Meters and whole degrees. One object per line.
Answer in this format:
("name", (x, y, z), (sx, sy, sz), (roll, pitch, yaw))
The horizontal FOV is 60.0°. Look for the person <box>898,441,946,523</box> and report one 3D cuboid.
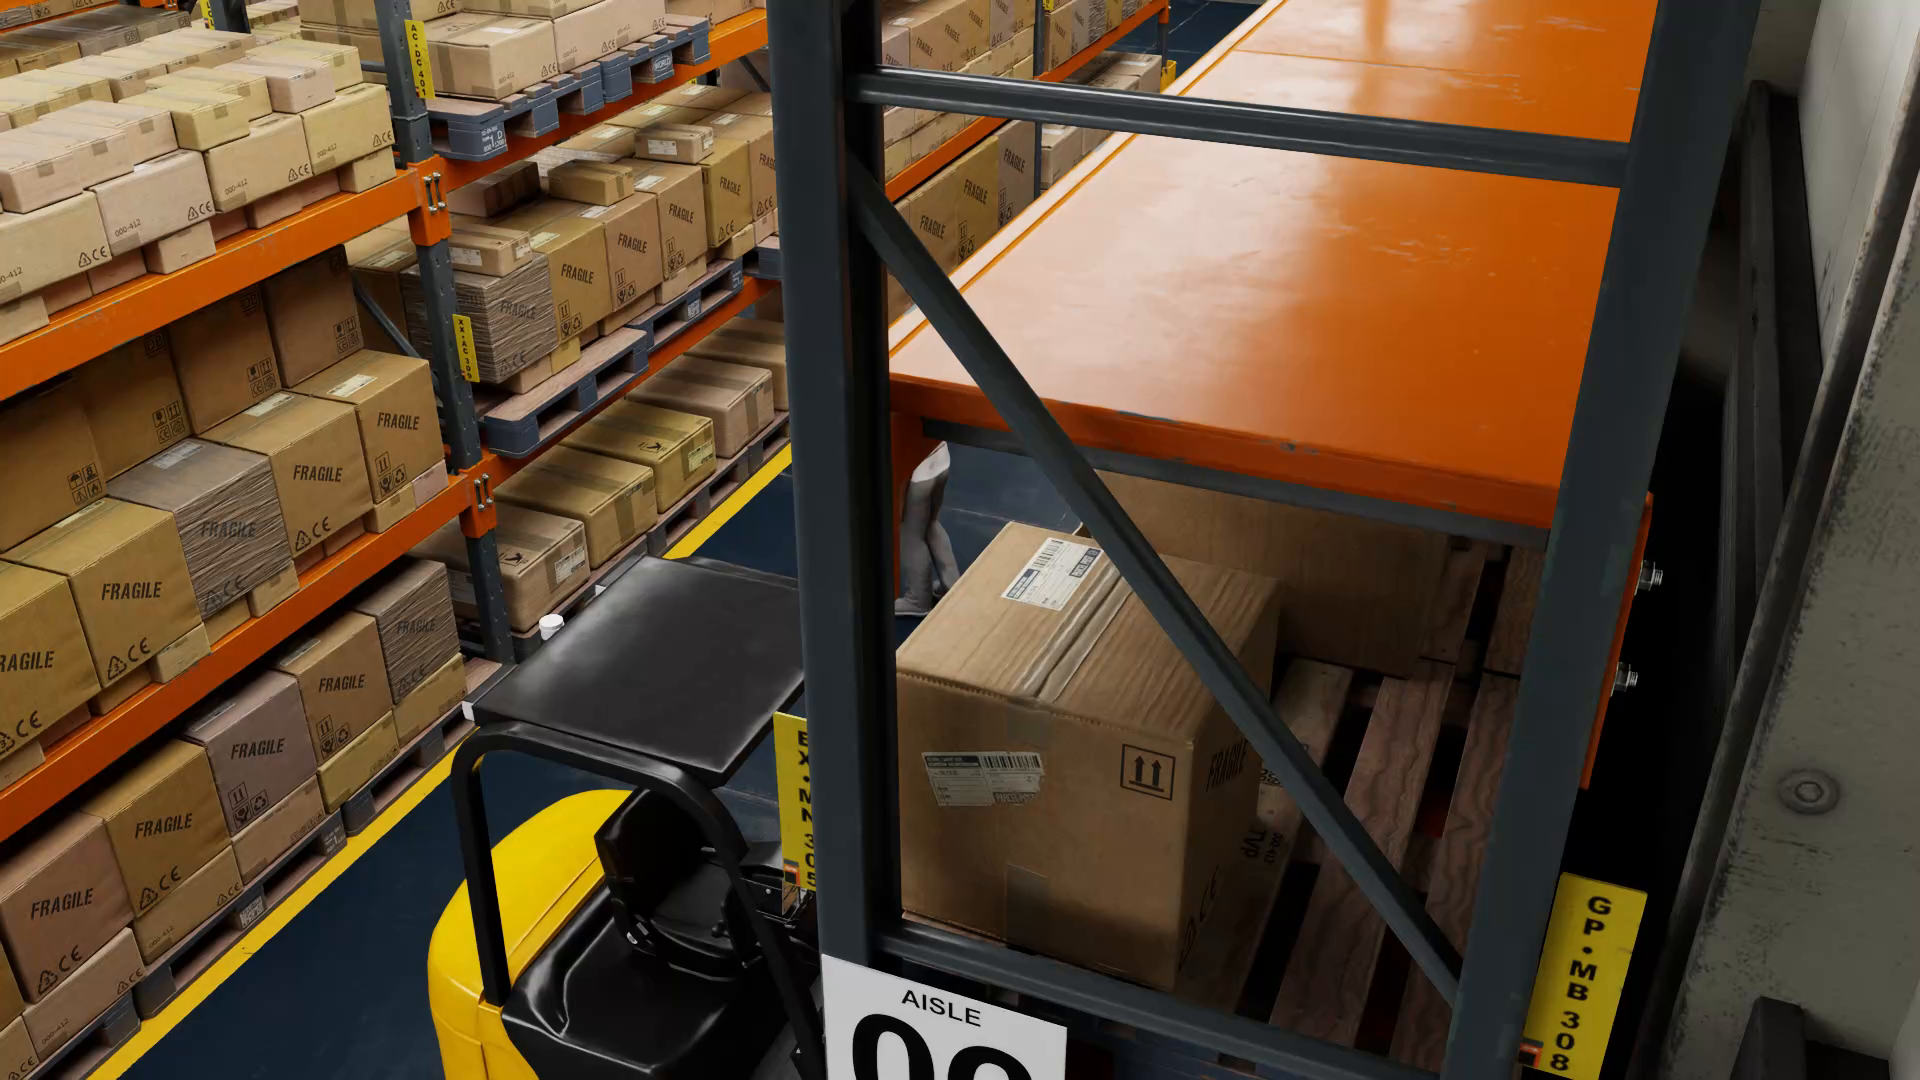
("person", (-0.222, -0.630, 8.785), (0.312, 1.033, 0.479), (15, 33, 24))
